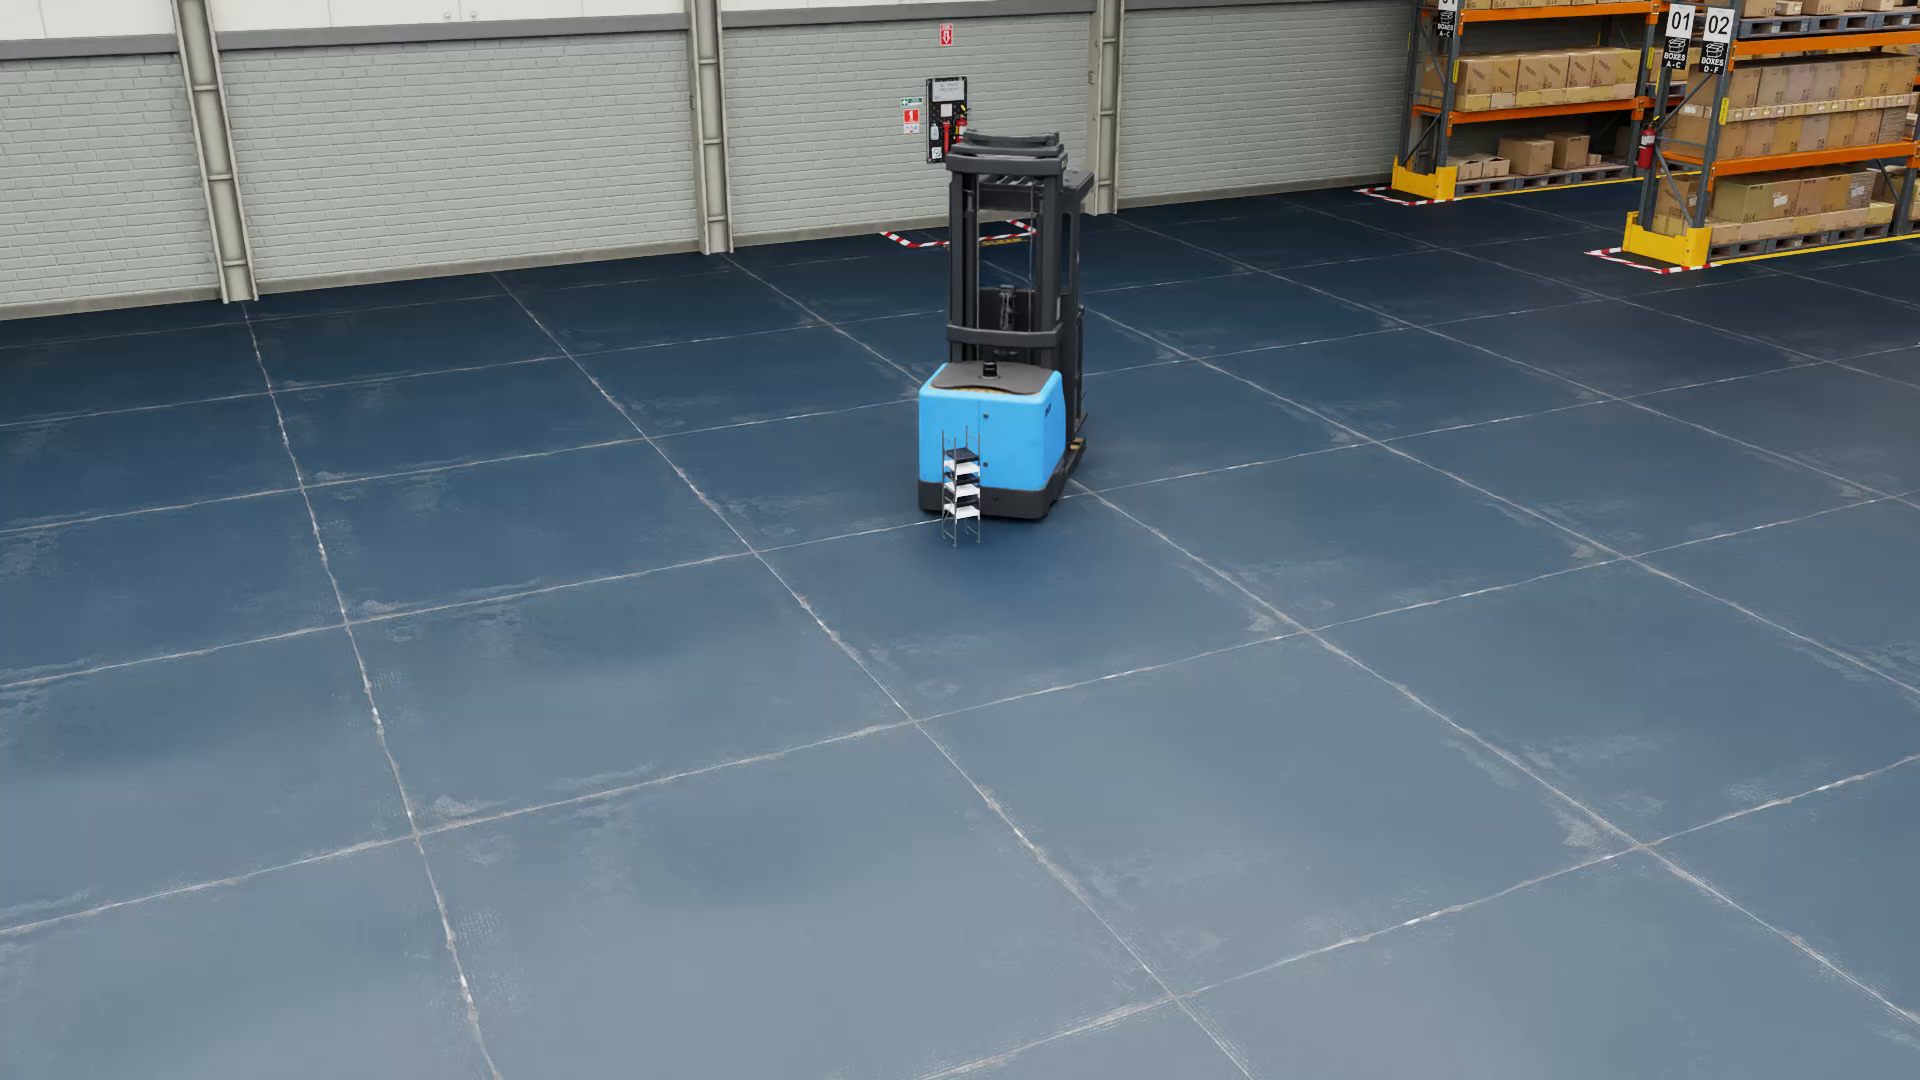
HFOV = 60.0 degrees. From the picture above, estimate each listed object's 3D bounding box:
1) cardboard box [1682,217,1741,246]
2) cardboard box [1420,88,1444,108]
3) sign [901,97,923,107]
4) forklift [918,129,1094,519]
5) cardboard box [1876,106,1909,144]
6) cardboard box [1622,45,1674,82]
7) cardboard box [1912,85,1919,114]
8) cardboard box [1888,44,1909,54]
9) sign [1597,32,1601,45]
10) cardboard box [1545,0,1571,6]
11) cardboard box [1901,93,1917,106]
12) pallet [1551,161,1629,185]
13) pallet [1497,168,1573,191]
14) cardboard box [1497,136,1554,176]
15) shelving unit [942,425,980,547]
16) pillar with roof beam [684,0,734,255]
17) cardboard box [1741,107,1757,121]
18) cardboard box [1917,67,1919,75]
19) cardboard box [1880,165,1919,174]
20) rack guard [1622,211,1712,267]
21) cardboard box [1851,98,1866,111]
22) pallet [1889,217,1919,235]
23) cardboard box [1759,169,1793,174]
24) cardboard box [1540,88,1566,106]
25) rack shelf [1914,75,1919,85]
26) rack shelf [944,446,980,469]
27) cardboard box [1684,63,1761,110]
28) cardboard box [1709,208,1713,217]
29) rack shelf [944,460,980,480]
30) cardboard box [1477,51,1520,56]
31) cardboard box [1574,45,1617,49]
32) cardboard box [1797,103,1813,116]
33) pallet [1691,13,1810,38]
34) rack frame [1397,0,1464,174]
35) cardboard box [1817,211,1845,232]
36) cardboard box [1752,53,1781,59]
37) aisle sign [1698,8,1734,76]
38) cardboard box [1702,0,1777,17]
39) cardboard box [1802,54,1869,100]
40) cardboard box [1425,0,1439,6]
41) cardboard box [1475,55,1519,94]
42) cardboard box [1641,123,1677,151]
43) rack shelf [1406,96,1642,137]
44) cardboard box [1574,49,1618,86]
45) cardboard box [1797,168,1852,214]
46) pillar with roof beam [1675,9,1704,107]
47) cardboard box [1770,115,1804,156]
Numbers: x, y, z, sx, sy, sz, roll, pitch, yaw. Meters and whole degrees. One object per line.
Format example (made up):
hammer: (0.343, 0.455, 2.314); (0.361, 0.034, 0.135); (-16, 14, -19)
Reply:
cardboard box: (9.988, -4.104, 22.111); (0.500, 0.250, 0.500); (-10, 25, -24)
cardboard box: (7.594, -6.959, 26.132); (0.500, 0.250, 0.500); (-10, 25, -23)
sign: (-0.672, -6.099, 23.147); (0.331, 0.109, 0.001); (-10, 25, -24)
forklift: (0.508, -2.057, 14.210); (1.130, 2.935, 3.031); (5, 23, 13)
cardboard box: (12.615, -5.802, 23.036); (0.500, 0.500, 0.700); (-11, 25, -25)
cardboard box: (11.334, -7.860, 27.434); (0.500, 0.500, 0.700); (-10, 25, -23)
cardboard box: (17.540, -7.913, 30.529); (0.750, 0.750, 0.750); (-10, 25, -23)
cardboard box: (16.403, -8.641, 29.481); (0.500, 0.500, 0.500); (-10, 24, -22)
sign: (10.617, -8.264, 27.600); (0.005, 0.325, 0.100); (-10, 25, -24)
cardboard box: (9.105, -8.546, 25.717); (0.500, 0.500, 0.500); (-9, 24, -20)
cardboard box: (12.860, -6.058, 22.808); (0.250, 0.149, 0.380); (-10, 25, -24)
pallet: (10.271, -6.126, 27.596); (1.213, 0.211, 1.003); (-10, 25, -24)
pallet: (9.170, -5.922, 27.103); (1.213, 0.211, 1.003); (-10, 25, -24)
cardboard box: (9.115, -6.205, 26.835); (0.500, 0.500, 0.700); (-12, 25, -27)
shelving unit: (0.007, -0.417, 12.904); (0.210, 0.900, 0.258); (-10, 25, -24)
pillar with roof beam: (-1.434, -6.586, 17.219); (0.400, 9.000, 9.100); (-10, 25, -24)
cardboard box: (10.092, -5.549, 21.578); (0.250, 0.149, 0.380); (-11, 25, -25)
cardboard box: (17.205, -8.463, 29.898); (0.250, 0.149, 0.380); (-10, 25, -24)
cardboard box: (13.719, -5.268, 24.192); (0.500, 0.311, 0.500); (-10, 24, -22)
rack guard: (9.387, -4.009, 22.104); (0.348, 0.500, 1.175); (-10, 25, -24)
cardboard box: (11.943, -5.890, 22.402); (0.250, 0.149, 0.380); (-11, 25, -24)
pallet: (13.659, -4.679, 24.100); (1.213, 0.211, 1.003); (-10, 25, -24)
cardboard box: (11.108, -4.883, 23.013); (0.500, 0.500, 0.500); (-10, 25, -24)
cardboard box: (9.214, -7.042, 26.334); (0.500, 0.250, 0.500); (-10, 25, -23)
rack shelf: (16.267, -8.201, 29.903); (4.000, 0.370, 1.077); (-10, 25, -24)
rack shelf: (0.007, -0.636, 12.814); (0.200, 0.077, 0.258); (-10, 25, -24)
cardboard box: (9.882, -5.895, 21.566); (0.500, 0.500, 0.700); (-10, 25, -23)
cardboard box: (10.209, -4.369, 22.752); (0.500, 0.250, 0.500); (-10, 25, -24)
rack shelf: (0.007, -0.553, 12.848); (0.200, 0.077, 0.258); (-10, 25, -24)
cardboard box: (8.511, -7.480, 26.410); (0.500, 0.500, 0.500); (-11, 25, -25)
cardboard box: (10.347, -7.818, 27.228); (0.500, 0.500, 0.500); (-11, 25, -25)
cardboard box: (11.015, -5.719, 21.988); (0.250, 0.149, 0.380); (-11, 25, -24)
pallet: (10.057, -6.621, 21.341); (1.213, 0.211, 1.003); (-10, 25, -24)
rack frame: (7.256, -6.874, 25.758); (0.127, 3.000, 1.000); (-10, 25, -24)
cardboard box: (11.790, -4.435, 22.912); (0.500, 0.250, 0.500); (-10, 25, -24)
cardboard box: (13.554, -8.267, 28.418); (0.500, 0.500, 0.700); (-13, 26, -29)
aisle sign: (9.482, -6.253, 20.857); (0.004, 0.787, 0.394); (-10, 25, -24)
cardboard box: (9.928, -6.954, 21.162); (0.637, 0.503, 0.797); (-9, 24, -20)
cardboard box: (11.709, -6.234, 22.385); (0.500, 0.500, 0.700); (-10, 25, -24)
cardboard box: (7.523, -8.472, 25.540); (0.500, 0.500, 0.500); (-9, 24, -20)
cardboard box: (8.267, -7.215, 25.771); (0.500, 0.500, 0.500); (-10, 25, -23)
cardboard box: (11.961, -6.817, 28.313); (0.500, 0.500, 0.700); (-11, 25, -25)
rack shelf: (9.059, -6.874, 26.697); (4.000, 0.370, 1.077); (-10, 25, -24)
cardboard box: (10.122, -7.555, 26.591); (0.500, 0.500, 0.500); (-11, 25, -24)
cardboard box: (11.785, -4.786, 22.779); (0.500, 0.500, 0.500); (-10, 25, -24)
pillar with roof beam: (14.786, -9.572, 24.432); (0.400, 9.000, 9.100); (-10, 25, -24)
cardboard box: (10.755, -5.456, 22.202); (0.500, 0.500, 0.700); (-10, 25, -23)
